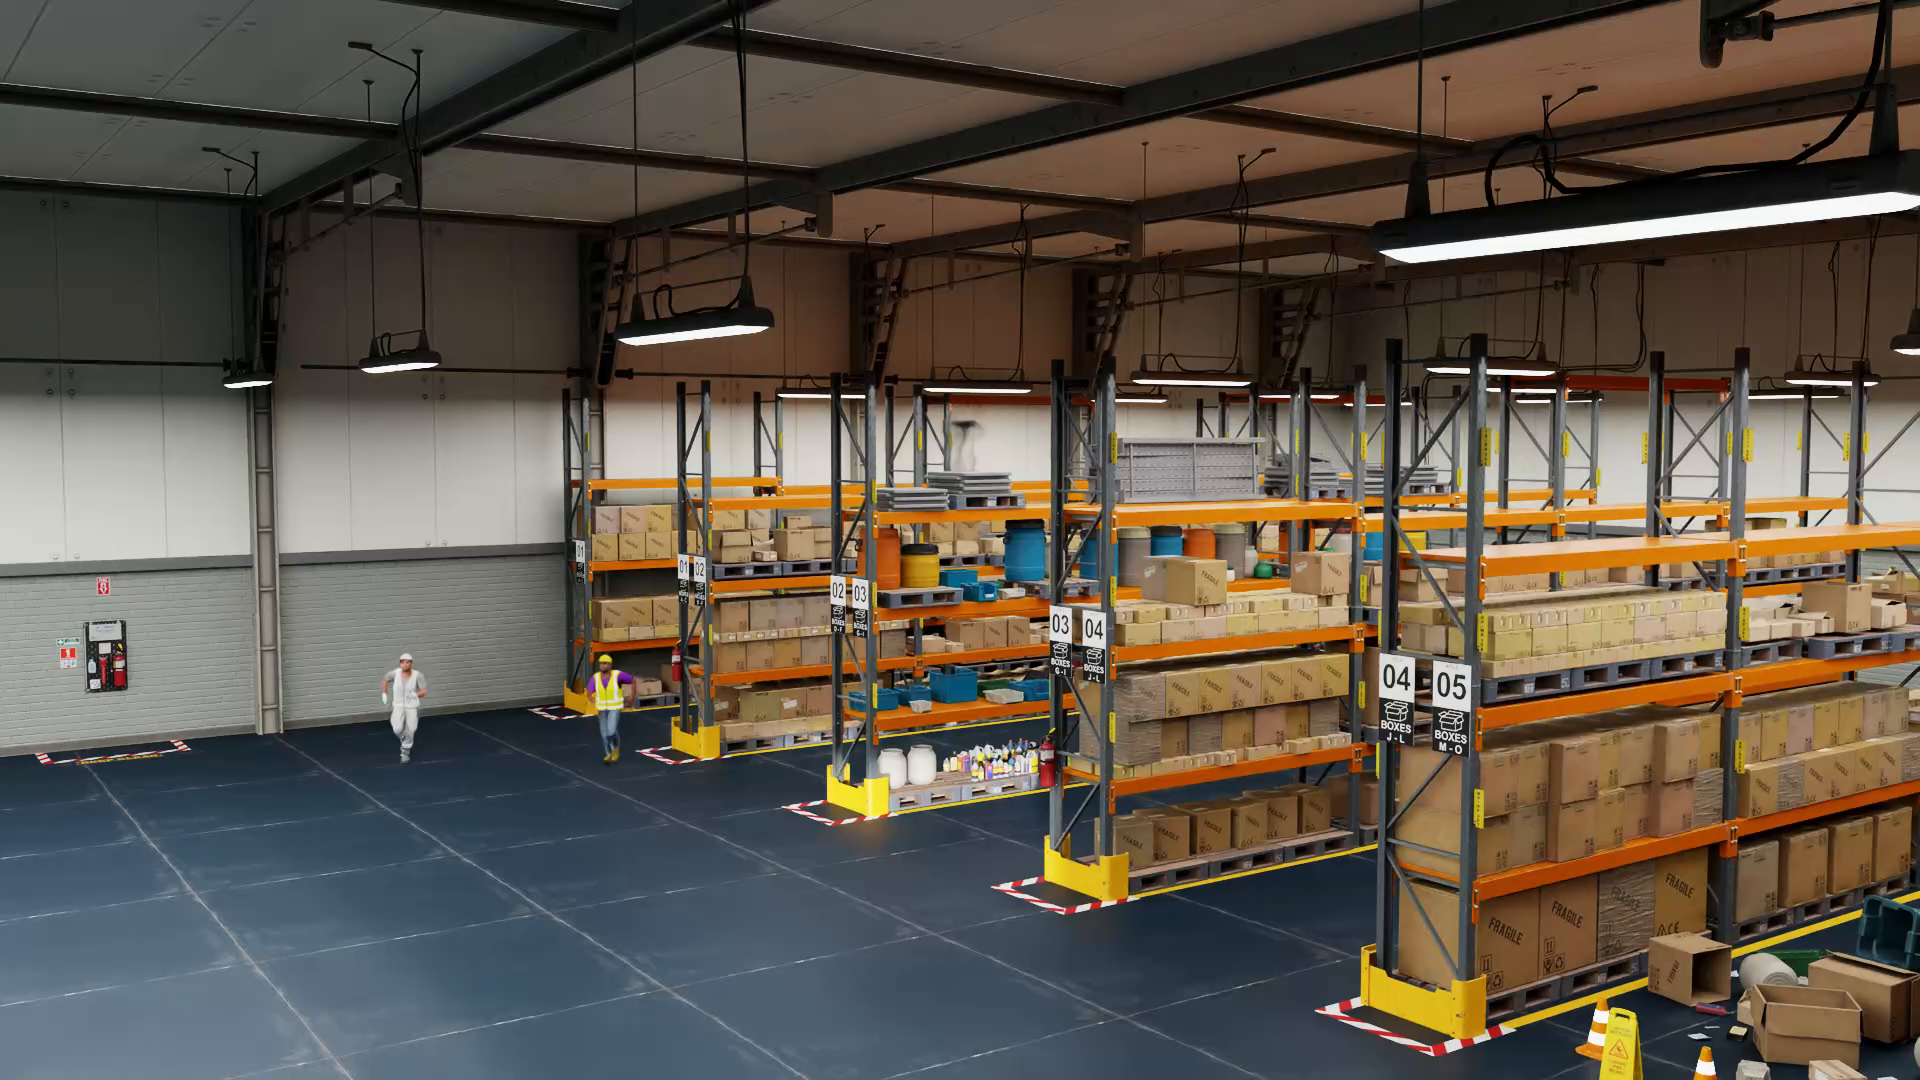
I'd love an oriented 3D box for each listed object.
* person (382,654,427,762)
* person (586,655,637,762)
[{"bbox_3d":[-8.670,2.628,25.917,0.709,1.726,0.689,-1,4,-10],"label":"person"},{"bbox_3d":[-5.430,2.628,25.792,0.717,1.714,0.803,0,4,7],"label":"person"}]
